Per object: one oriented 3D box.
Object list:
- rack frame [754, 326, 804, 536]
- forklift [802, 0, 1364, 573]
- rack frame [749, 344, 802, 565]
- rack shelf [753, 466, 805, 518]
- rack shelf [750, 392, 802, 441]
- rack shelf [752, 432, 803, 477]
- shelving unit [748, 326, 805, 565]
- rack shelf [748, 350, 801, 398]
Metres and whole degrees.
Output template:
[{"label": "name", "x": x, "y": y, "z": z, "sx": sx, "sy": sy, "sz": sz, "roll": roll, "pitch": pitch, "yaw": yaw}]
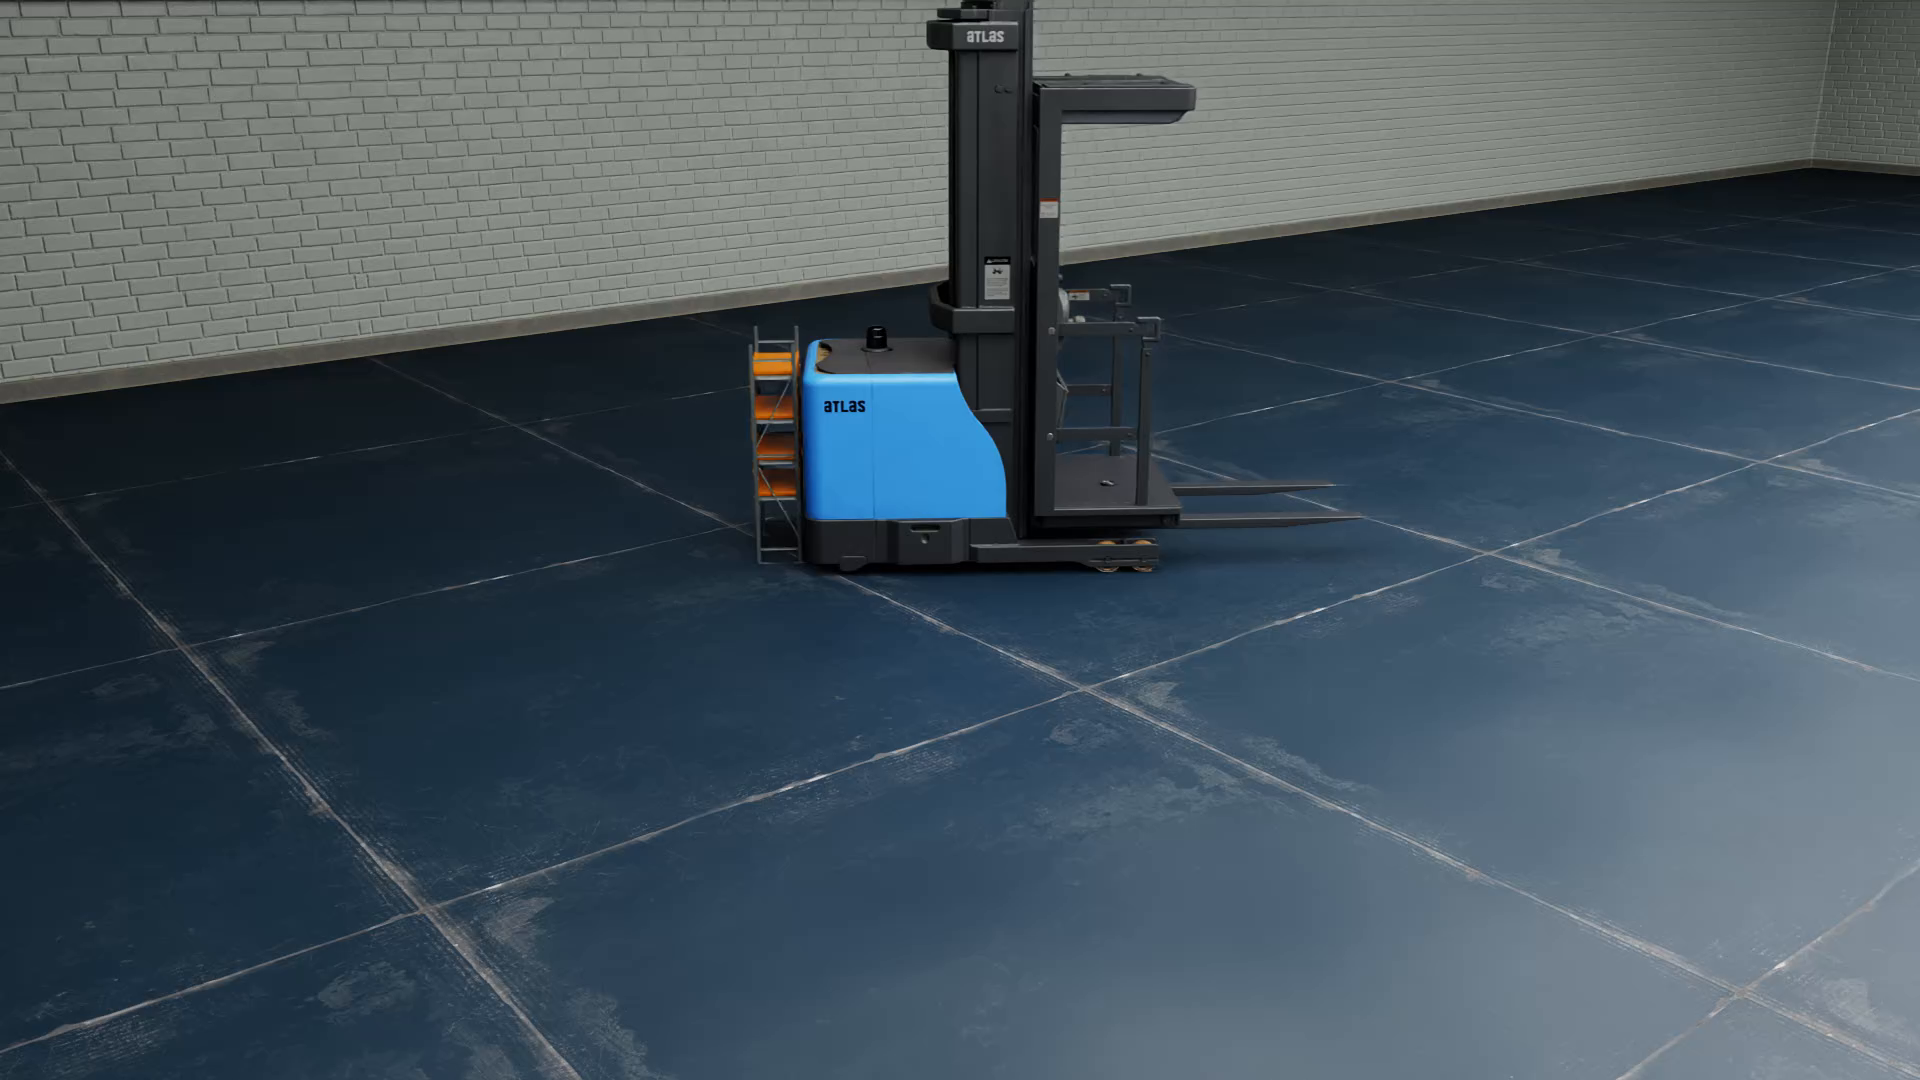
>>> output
[{"label": "rack frame", "x": -1.003, "y": -0.595, "z": 9.251, "sx": 0.240, "sy": 1.200, "sz": 0.015, "roll": -1, "pitch": 18, "yaw": -3}, {"label": "forklift", "x": 0.667, "y": -1.384, "z": 8.878, "sx": 3.031, "sy": 2.935, "sz": 1.130, "roll": -1, "pitch": 18, "yaw": -3}, {"label": "rack frame", "x": -0.972, "y": -0.442, "z": 8.789, "sx": 0.240, "sy": 1.200, "sz": 0.015, "roll": -1, "pitch": 18, "yaw": -3}, {"label": "rack shelf", "x": -0.987, "y": -0.266, "z": 9.104, "sx": 0.258, "sy": 0.148, "sz": 0.480, "roll": -1, "pitch": 18, "yaw": -3}, {"label": "rack shelf", "x": -0.988, "y": -0.667, "z": 8.971, "sx": 0.258, "sy": 0.148, "sz": 0.480, "roll": -1, "pitch": 18, "yaw": -3}, {"label": "rack shelf", "x": -0.988, "y": -0.455, "z": 9.041, "sx": 0.258, "sy": 0.148, "sz": 0.480, "roll": -1, "pitch": 18, "yaw": -3}, {"label": "shelving unit", "x": -0.988, "y": -0.519, "z": 9.020, "sx": 0.258, "sy": 1.200, "sz": 0.503, "roll": -1, "pitch": 18, "yaw": -3}, {"label": "rack shelf", "x": -0.988, "y": -0.892, "z": 8.897, "sx": 0.258, "sy": 0.148, "sz": 0.480, "roll": -1, "pitch": 18, "yaw": -3}]
